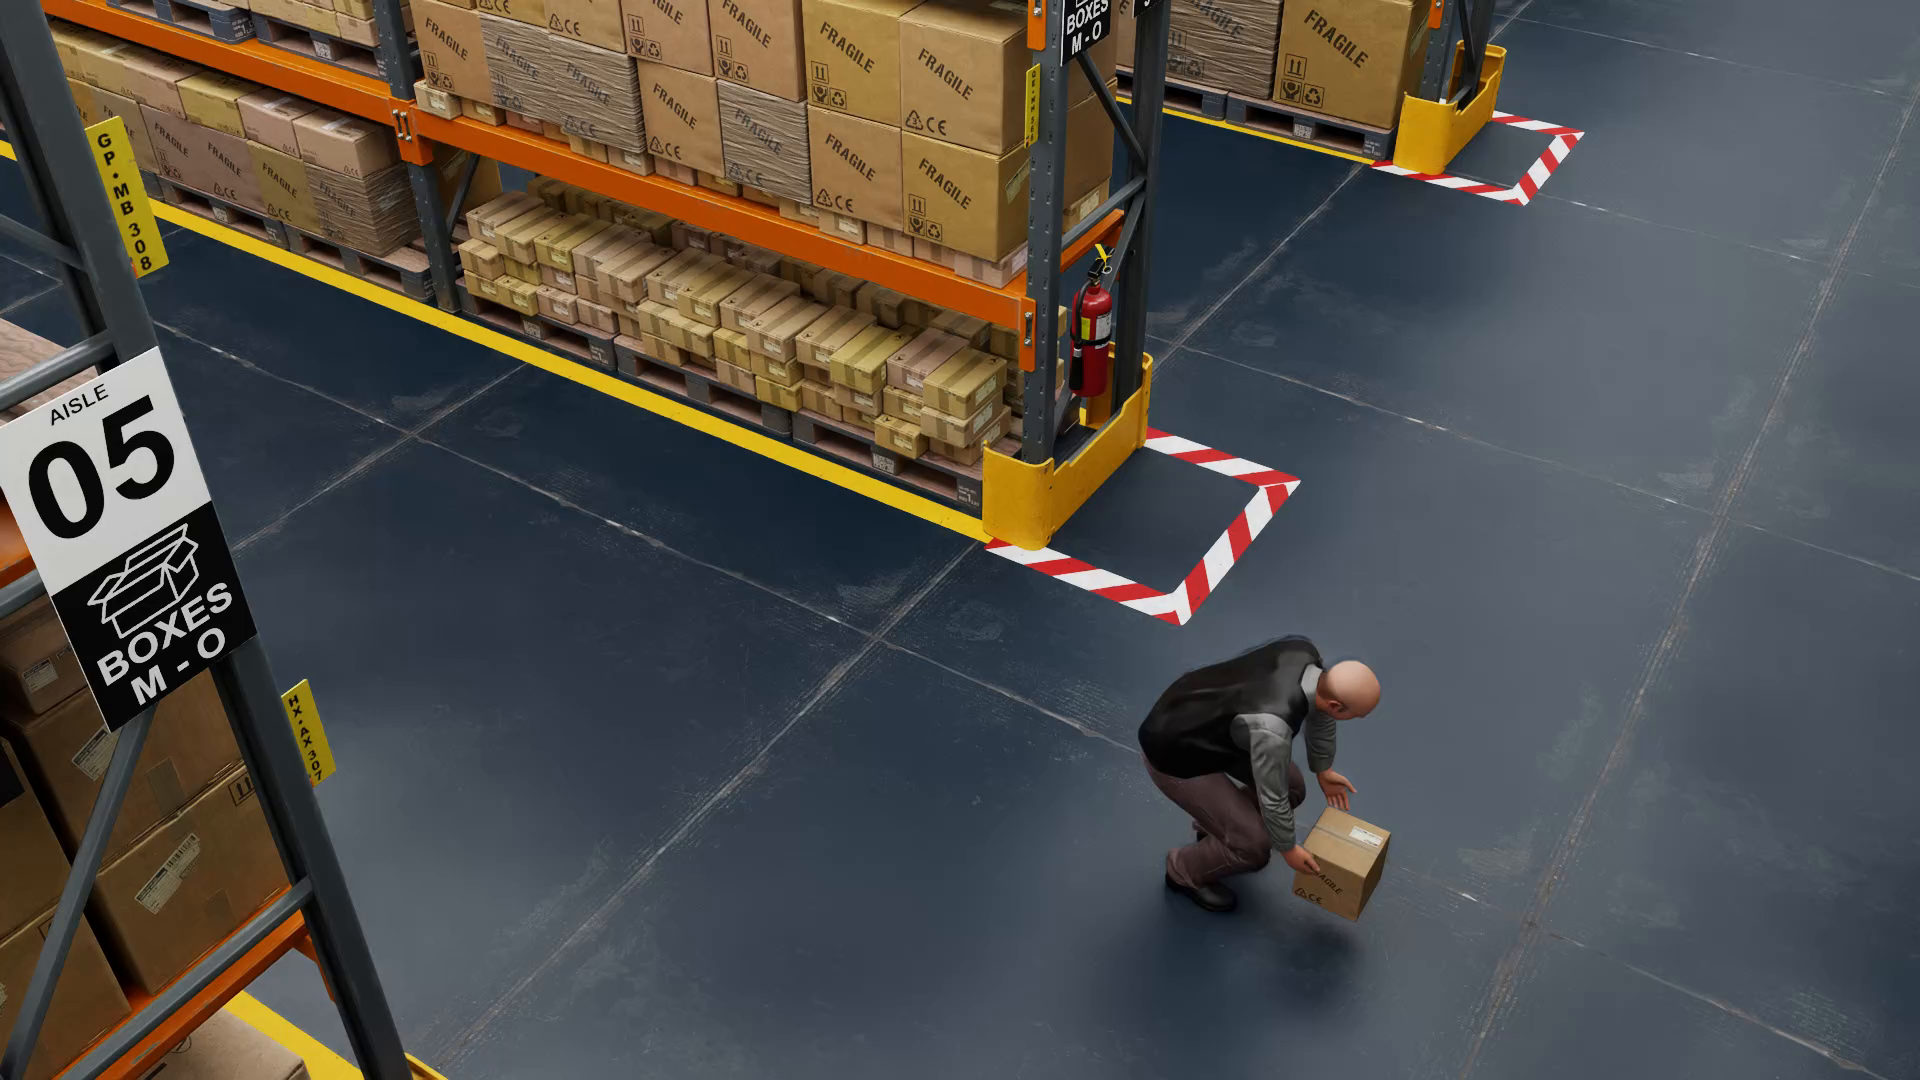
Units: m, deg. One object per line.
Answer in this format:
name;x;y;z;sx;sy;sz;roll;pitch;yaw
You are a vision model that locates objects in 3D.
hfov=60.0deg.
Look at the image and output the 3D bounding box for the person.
person;1.072;0.810;6.091;0.798;1.205;0.579;21;43;25
